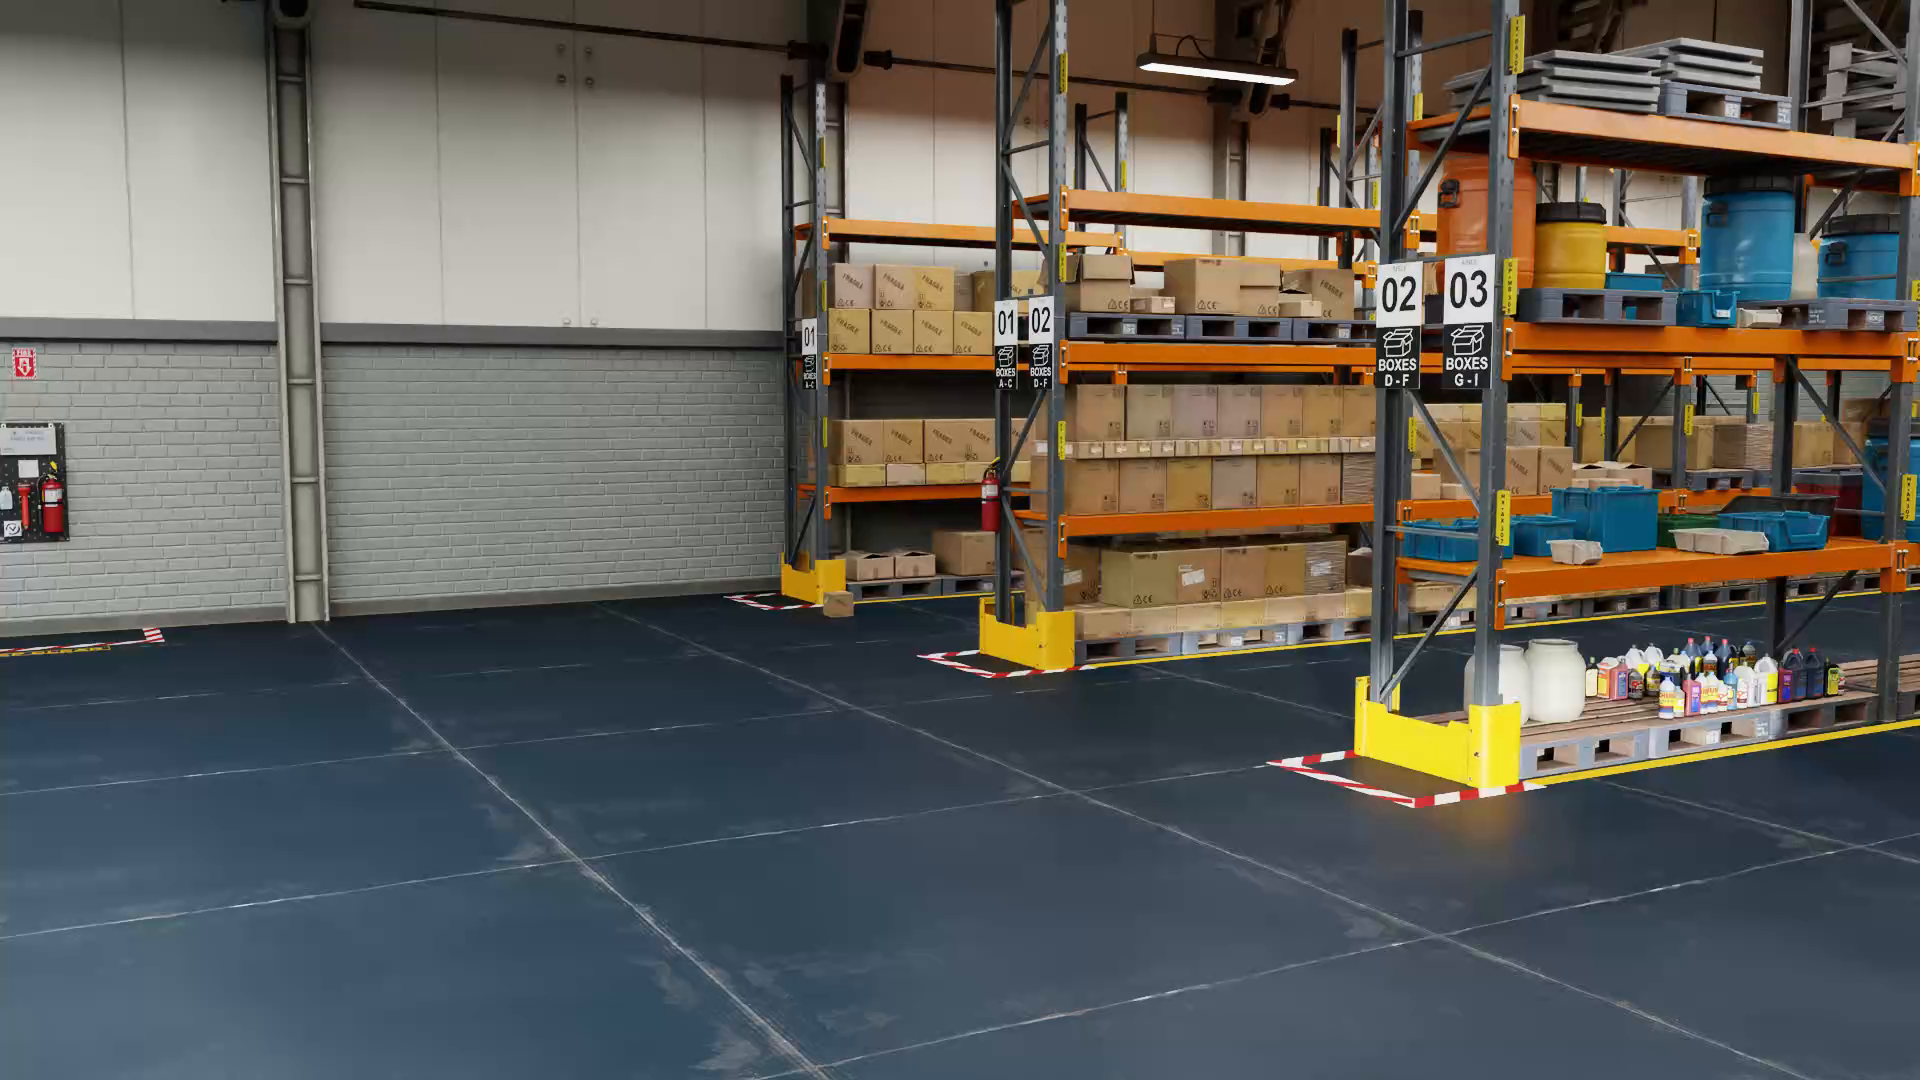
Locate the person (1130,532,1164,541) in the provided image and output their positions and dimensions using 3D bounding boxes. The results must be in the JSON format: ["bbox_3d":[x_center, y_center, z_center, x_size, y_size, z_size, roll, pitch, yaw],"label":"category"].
[{"bbox_3d":[2.052,-0.058,18.188,0.470,1.699,0.445,0,5,-3],"label":"person"}]
